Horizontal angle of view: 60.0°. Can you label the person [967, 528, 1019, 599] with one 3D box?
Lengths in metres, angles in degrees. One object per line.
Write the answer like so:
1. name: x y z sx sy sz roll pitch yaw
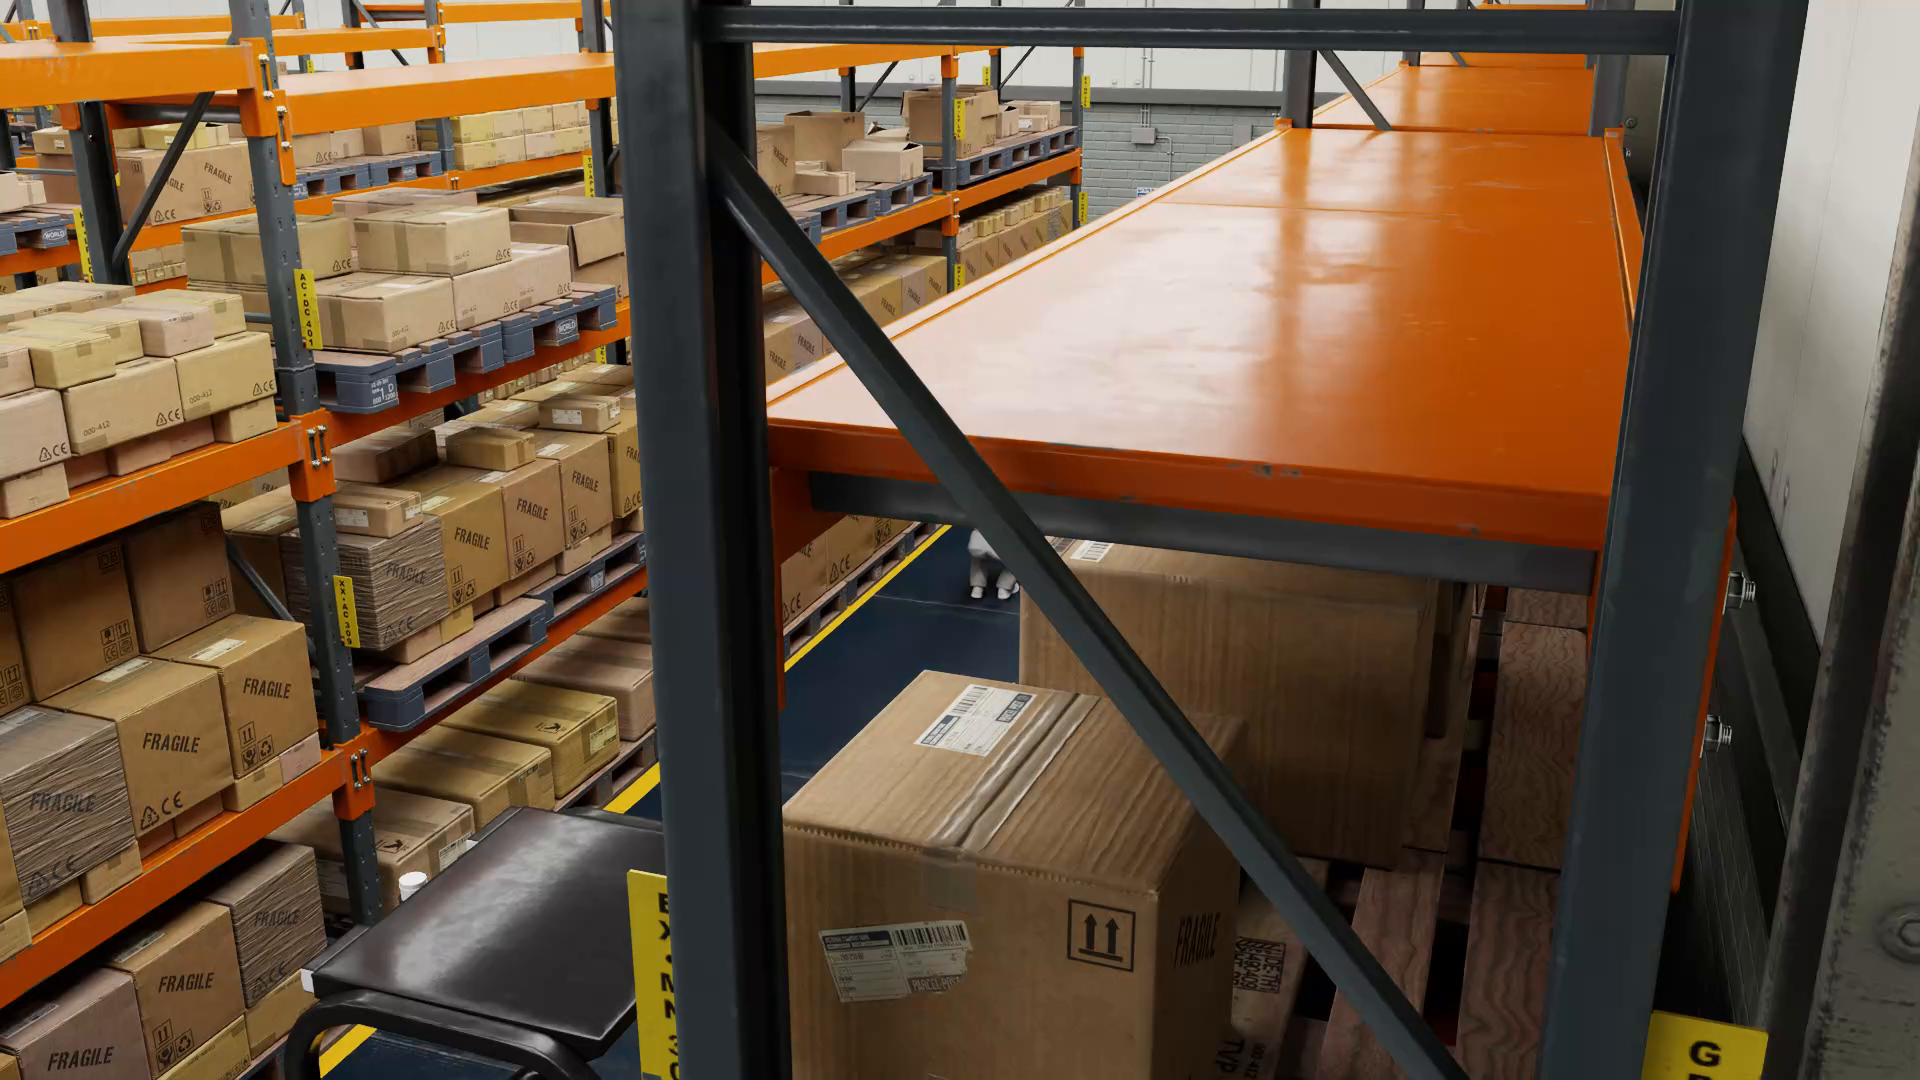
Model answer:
1. person: 0.296 -0.064 12.893 0.455 0.953 0.810 6 20 17
